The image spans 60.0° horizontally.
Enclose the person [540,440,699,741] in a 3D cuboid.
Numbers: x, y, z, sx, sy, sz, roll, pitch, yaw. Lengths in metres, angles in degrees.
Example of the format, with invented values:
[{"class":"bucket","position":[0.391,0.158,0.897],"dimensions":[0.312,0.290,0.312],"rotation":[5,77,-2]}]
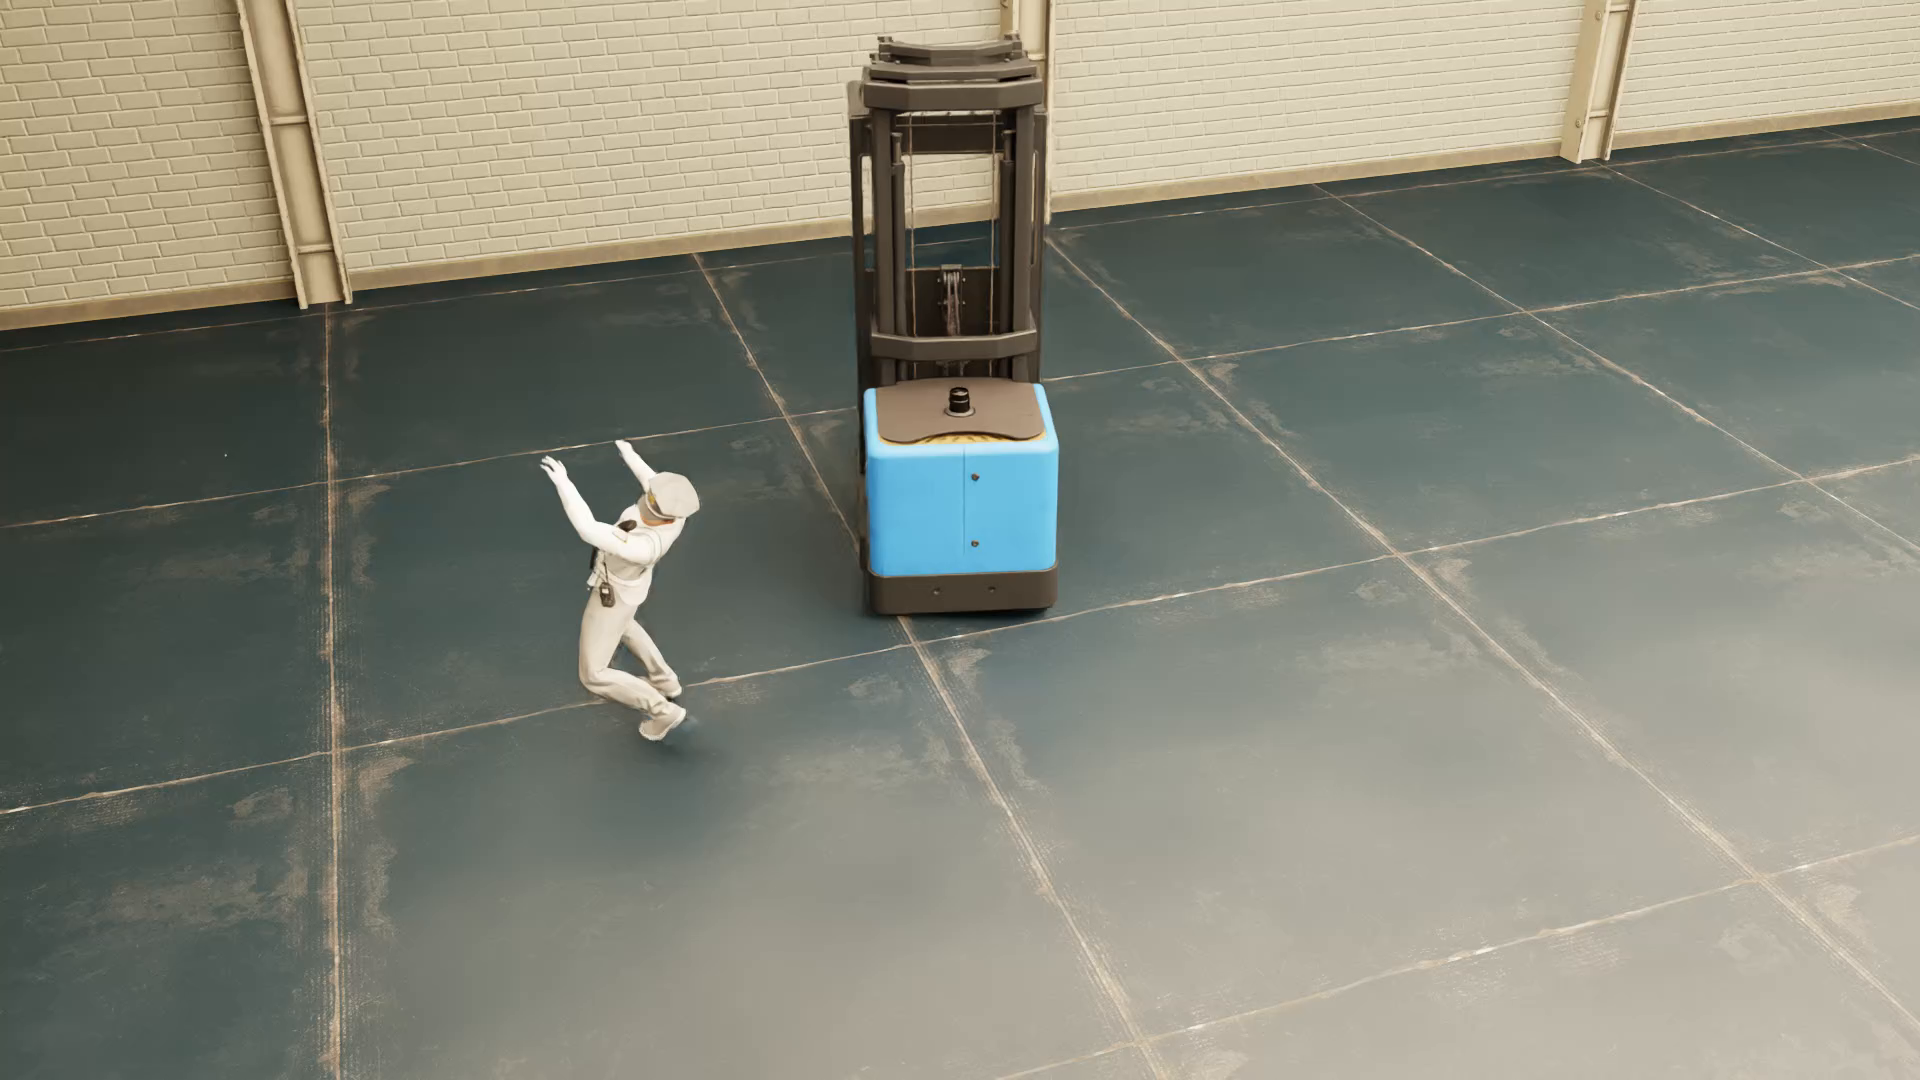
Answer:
[{"class":"person","position":[-1.552,0.147,8.230],"dimensions":[0.716,1.515,0.979],"rotation":[2,30,3]}]

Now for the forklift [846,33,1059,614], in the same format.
[{"class":"forklift","position":[-0.086,-1.567,9.810],"dimensions":[1.130,2.935,3.031],"rotation":[-2,30,-4]}]
